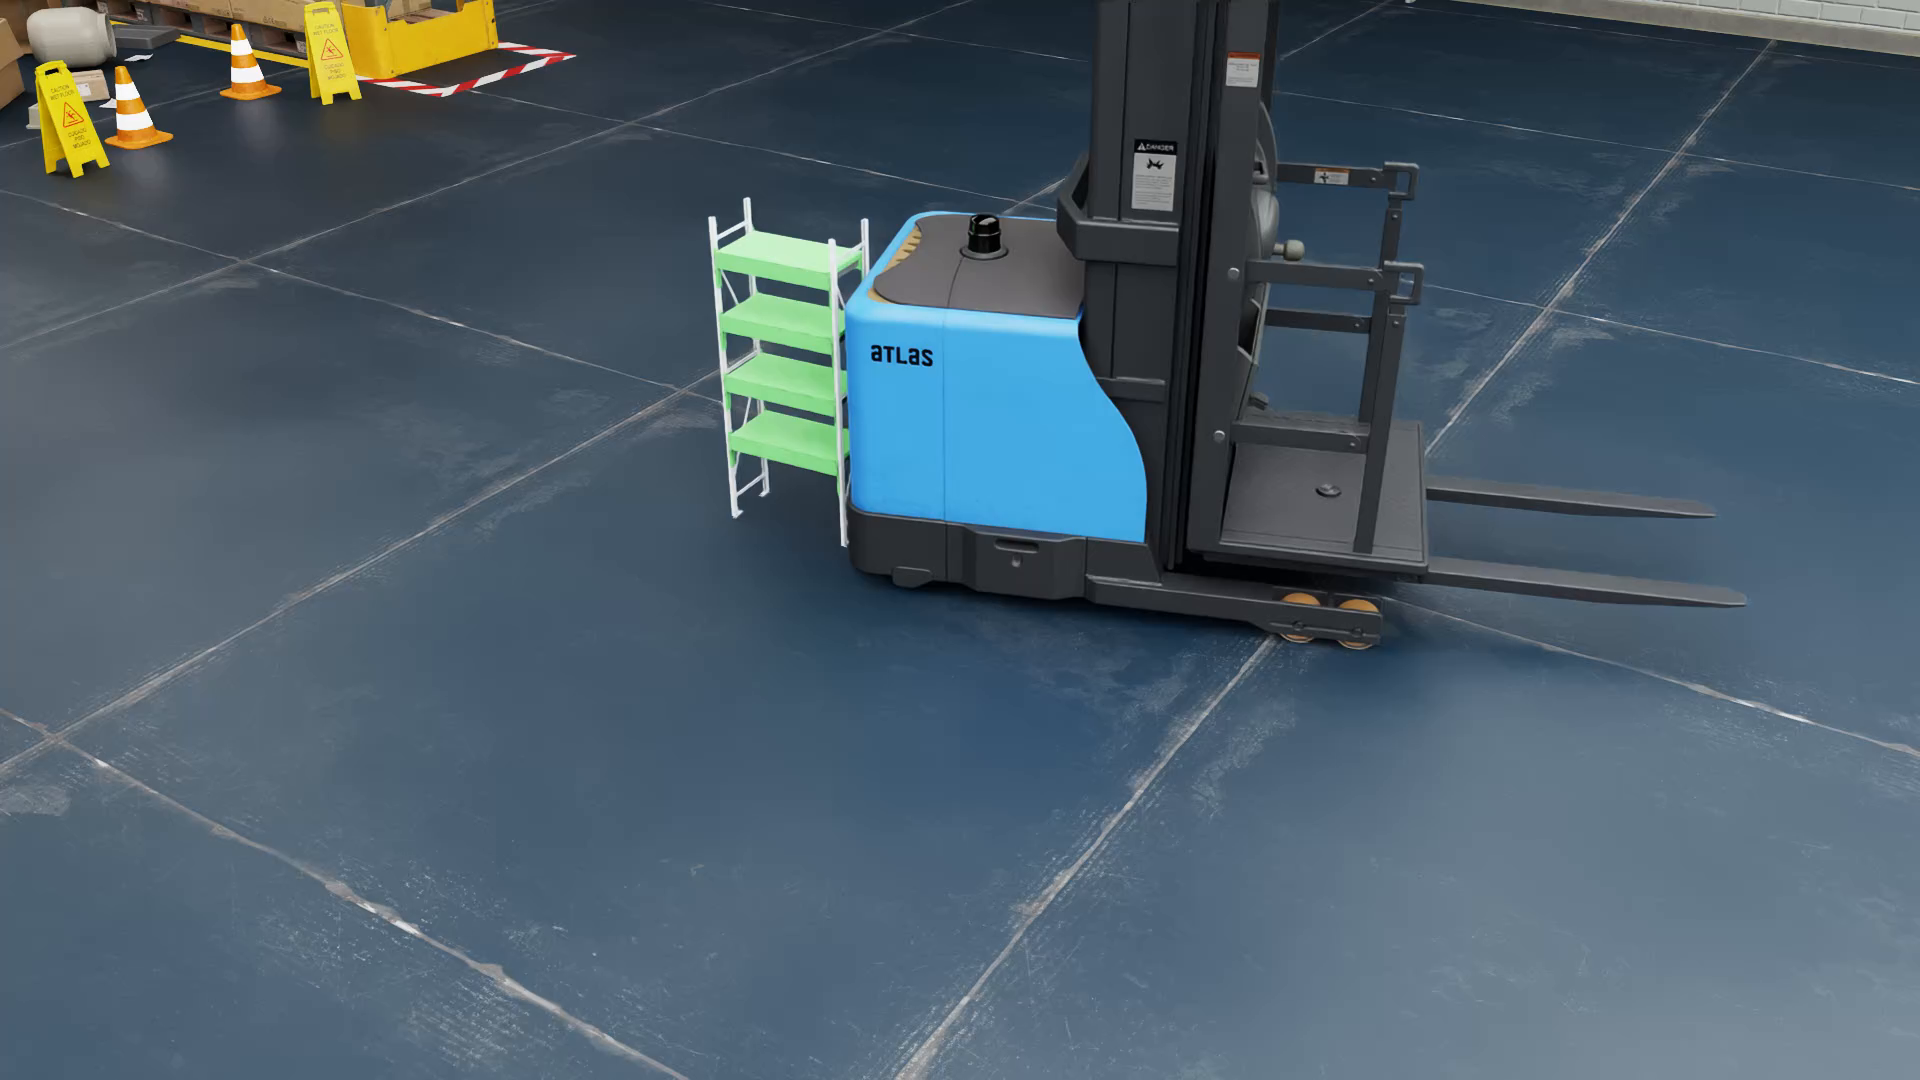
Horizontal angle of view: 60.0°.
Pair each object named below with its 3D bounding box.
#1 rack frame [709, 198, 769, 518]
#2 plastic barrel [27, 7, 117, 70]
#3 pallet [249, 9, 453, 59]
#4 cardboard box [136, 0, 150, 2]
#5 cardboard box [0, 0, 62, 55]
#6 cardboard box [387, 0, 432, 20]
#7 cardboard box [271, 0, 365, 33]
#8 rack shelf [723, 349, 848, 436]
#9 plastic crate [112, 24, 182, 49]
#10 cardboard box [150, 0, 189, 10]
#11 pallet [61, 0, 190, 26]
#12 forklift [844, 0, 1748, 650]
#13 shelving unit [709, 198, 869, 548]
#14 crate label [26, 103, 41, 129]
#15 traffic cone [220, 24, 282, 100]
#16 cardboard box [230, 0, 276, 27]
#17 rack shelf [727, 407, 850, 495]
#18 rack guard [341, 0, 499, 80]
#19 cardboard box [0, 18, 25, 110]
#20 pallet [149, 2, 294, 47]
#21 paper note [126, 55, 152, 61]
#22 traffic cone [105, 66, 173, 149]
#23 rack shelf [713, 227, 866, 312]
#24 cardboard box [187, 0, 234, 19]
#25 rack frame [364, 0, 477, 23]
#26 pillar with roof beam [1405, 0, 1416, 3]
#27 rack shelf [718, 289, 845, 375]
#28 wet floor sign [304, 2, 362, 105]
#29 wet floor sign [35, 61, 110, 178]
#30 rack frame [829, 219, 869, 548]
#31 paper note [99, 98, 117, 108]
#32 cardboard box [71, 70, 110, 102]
[{"bbox_3d":[-0.815,-0.658,6.187,0.015,1.200,0.240,15,33,23],"label":"rack frame"},{"bbox_3d":[-6.449,-3.647,12.082,0.512,0.421,0.421,-9,32,-15],"label":"plastic barrel"},{"bbox_3d":[-4.629,-3.901,12.728,1.213,0.211,1.003,18,35,27],"label":"pallet"},{"bbox_3d":[-6.468,-4.507,13.310,0.500,0.250,0.500,20,36,30],"label":"cardboard box"},{"bbox_3d":[-7.099,-3.978,12.570,0.500,0.500,0.500,-9,32,-15],"label":"cardboard box"},{"bbox_3d":[-4.431,-4.181,12.751,0.500,0.250,0.500,17,34,27],"label":"cardboard box"},{"bbox_3d":[-4.743,-3.955,12.364,0.500,0.250,0.500,17,34,27],"label":"cardboard box"},{"bbox_3d":[-0.599,-0.546,6.122,0.480,0.148,0.258,15,33,23],"label":"rack shelf"},{"bbox_3d":[-6.389,-3.893,12.843,0.583,0.080,0.402,6,31,10],"label":"plastic crate"},{"bbox_3d":[-6.018,-4.366,13.068,0.500,0.250,0.500,17,34,27],"label":"cardboard box"},{"bbox_3d":[-6.695,-4.555,13.848,1.213,0.211,1.003,18,35,27],"label":"pallet"},{"bbox_3d":[1.174,-1.191,5.382,3.031,2.935,1.130,6,31,11],"label":"forklift"},{"bbox_3d":[-0.599,-0.601,6.090,0.503,1.200,0.258,15,33,23],"label":"shelving unit"},{"bbox_3d":[-5.946,-2.800,10.914,0.298,0.136,0.250,1,30,2],"label":"crate label"},{"bbox_3d":[-4.945,-3.322,11.485,0.334,0.463,0.336,18,35,27],"label":"traffic cone"},{"bbox_3d":[-5.157,-4.090,12.597,0.500,0.250,0.500,18,35,28],"label":"cardboard box"},{"bbox_3d":[-0.599,-0.339,6.243,0.480,0.148,0.258,15,33,23],"label":"rack shelf"},{"bbox_3d":[-3.959,-3.793,12.256,0.348,0.500,1.175,18,35,27],"label":"rack guard"},{"bbox_3d":[-6.729,-3.165,11.175,0.637,0.503,0.797,-4,30,-7],"label":"cardboard box"},{"bbox_3d":[-5.658,-4.229,13.289,1.213,0.211,1.003,18,35,27],"label":"pallet"},{"bbox_3d":[-6.116,-3.598,12.387,0.148,0.019,0.142,6,31,10],"label":"paper note"},{"bbox_3d":[-5.247,-2.757,10.516,0.334,0.463,0.336,18,35,27],"label":"traffic cone"},{"bbox_3d":[-0.599,-0.961,5.881,0.480,0.148,0.258,15,33,23],"label":"rack shelf"},{"bbox_3d":[-5.603,-4.228,12.833,0.500,0.250,0.500,16,34,26],"label":"cardboard box"},{"bbox_3d":[-3.895,-4.853,11.592,0.127,3.000,1.000,18,35,27],"label":"rack frame"},{"bbox_3d":[1.423,-6.690,8.787,0.400,9.000,9.100,18,35,27],"label":"pillar with roof beam"},{"bbox_3d":[-0.599,-0.754,6.002,0.480,0.148,0.258,15,33,23],"label":"rack shelf"},{"bbox_3d":[-4.303,-3.328,11.315,0.267,0.644,0.232,-21,36,-32],"label":"wet floor sign"},{"bbox_3d":[-5.364,-2.533,9.952,0.232,0.644,0.267,12,32,19],"label":"wet floor sign"},{"bbox_3d":[-0.382,-0.545,5.994,0.015,1.200,0.240,15,33,23],"label":"rack frame"},{"bbox_3d":[-5.754,-2.974,11.318,0.142,0.019,0.148,6,31,10],"label":"paper note"},{"bbox_3d":[-6.078,-3.110,11.434,0.380,0.149,0.250,-15,33,-24],"label":"cardboard box"}]
